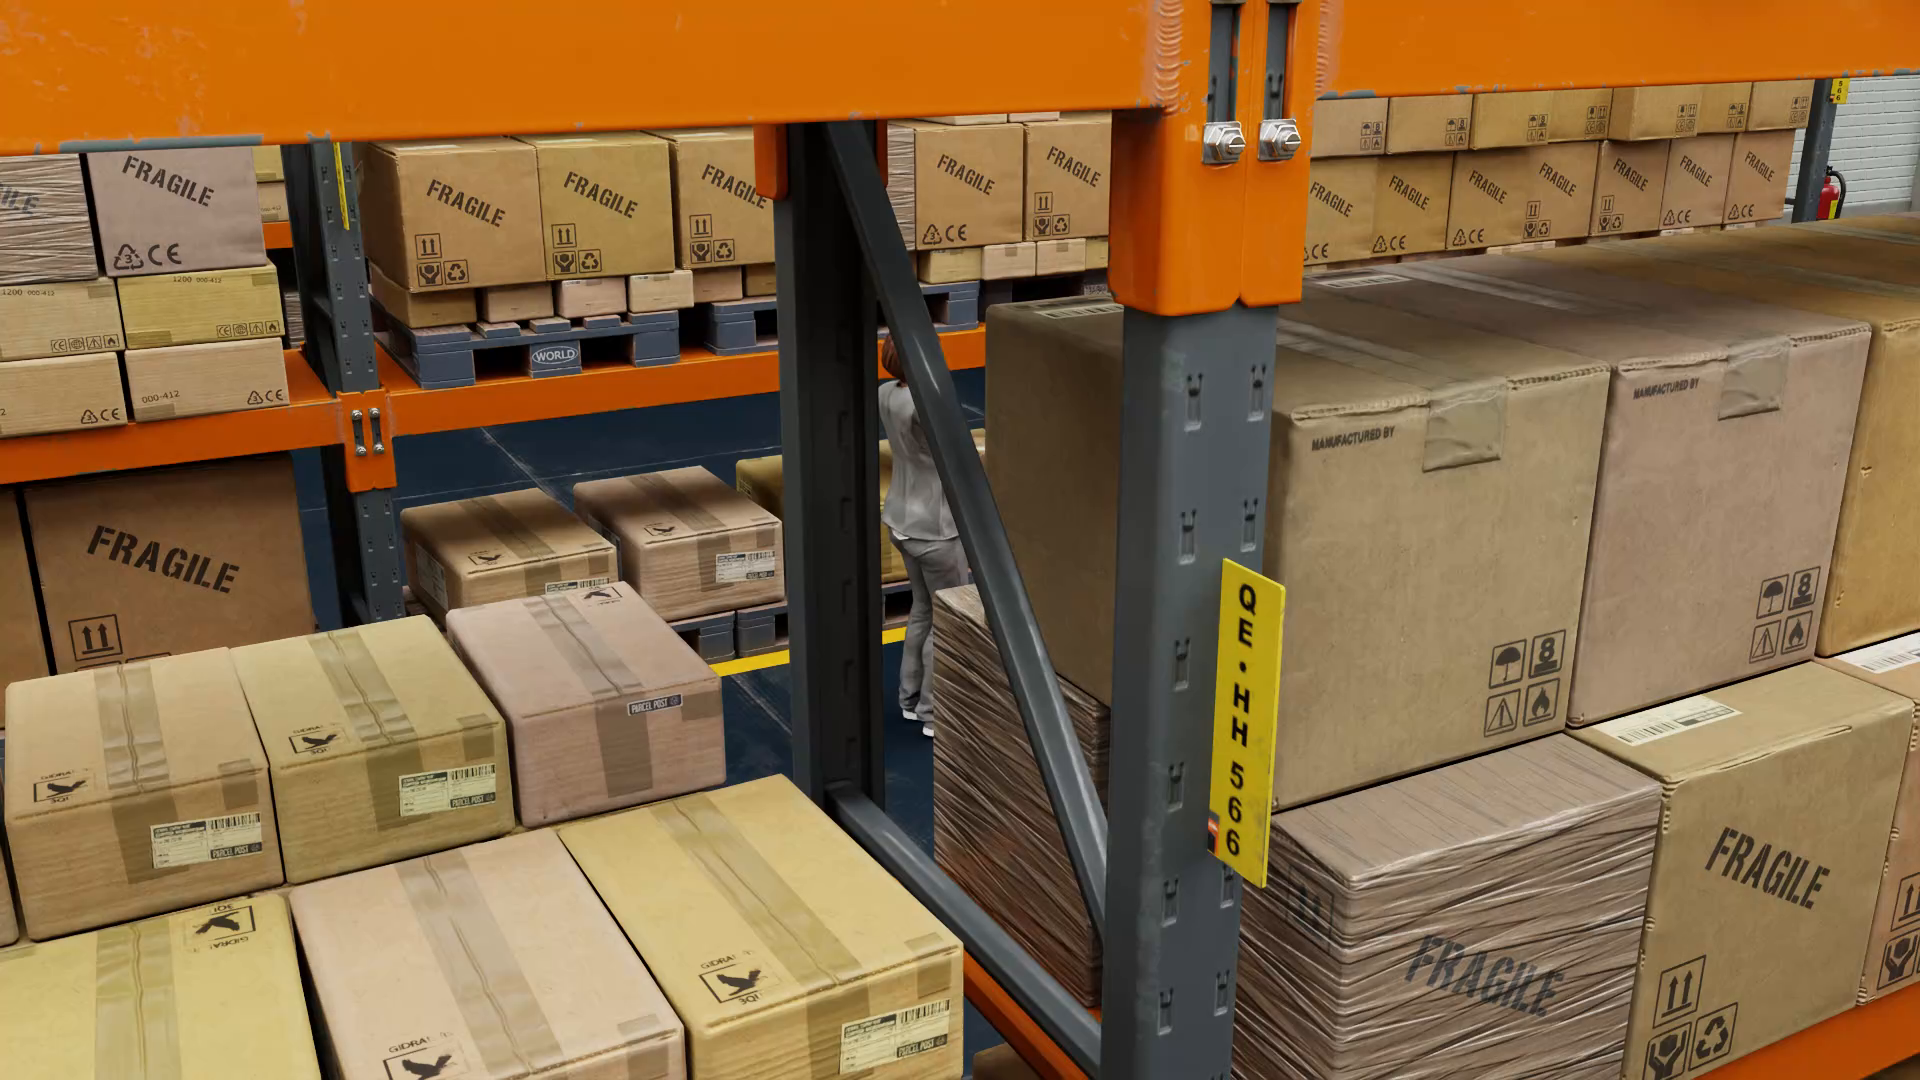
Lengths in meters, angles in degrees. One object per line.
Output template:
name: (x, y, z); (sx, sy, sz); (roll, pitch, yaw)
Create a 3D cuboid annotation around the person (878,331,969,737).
person: (-0.045, -0.046, 6.222); (0.497, 1.590, 0.404); (-9, 21, -26)
